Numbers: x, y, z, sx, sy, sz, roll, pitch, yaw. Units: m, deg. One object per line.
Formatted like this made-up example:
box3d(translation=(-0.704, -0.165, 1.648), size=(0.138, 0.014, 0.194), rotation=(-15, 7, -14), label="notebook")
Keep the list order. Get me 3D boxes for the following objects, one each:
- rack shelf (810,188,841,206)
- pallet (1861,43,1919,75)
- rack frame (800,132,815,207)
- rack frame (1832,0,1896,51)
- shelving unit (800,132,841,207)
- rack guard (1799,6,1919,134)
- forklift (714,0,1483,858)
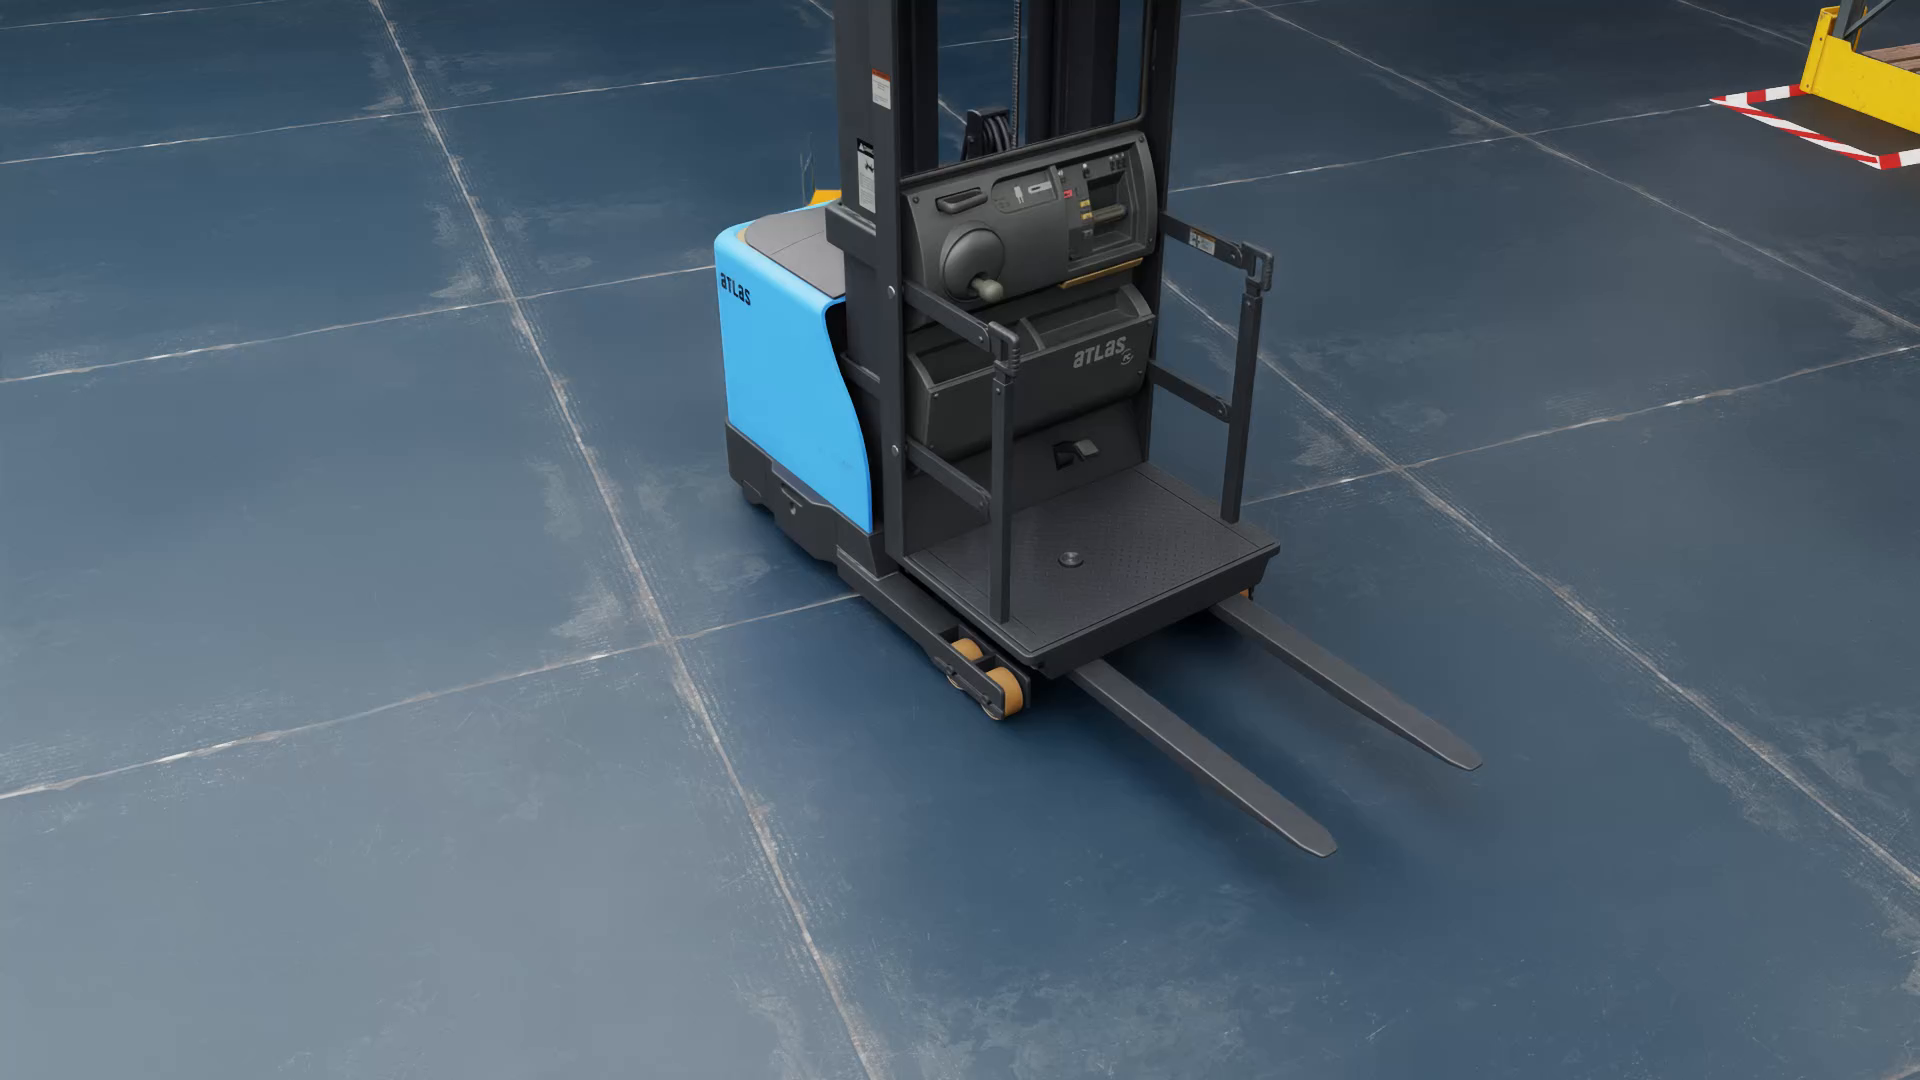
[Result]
box3d(translation=(-0.498, -1.289, 6.547), size=(0.180, 0.103, 0.258), rotation=(2, 34, 4), label="rack shelf")
box3d(translation=(6.525, -2.920, 10.544), size=(1.213, 0.211, 1.003), rotation=(-13, 35, -19), label="pallet")
box3d(translation=(-0.586, -1.031, 6.730), size=(0.006, 1.200, 0.240), rotation=(2, 34, 4), label="rack frame")
box3d(translation=(5.722, -3.880, 9.463), size=(0.127, 3.000, 1.000), rotation=(-13, 35, -19), label="rack frame")
box3d(translation=(-0.495, -1.027, 6.723), size=(0.189, 1.200, 0.258), rotation=(2, 34, 4), label="shelving unit")
box3d(translation=(5.774, -2.872, 10.206), size=(0.348, 0.500, 1.175), rotation=(-13, 35, -19), label="rack guard")
box3d(translation=(0.367, -0.954, 5.028), size=(1.130, 2.935, 3.031), rotation=(-22, 39, -30), label="forklift")
